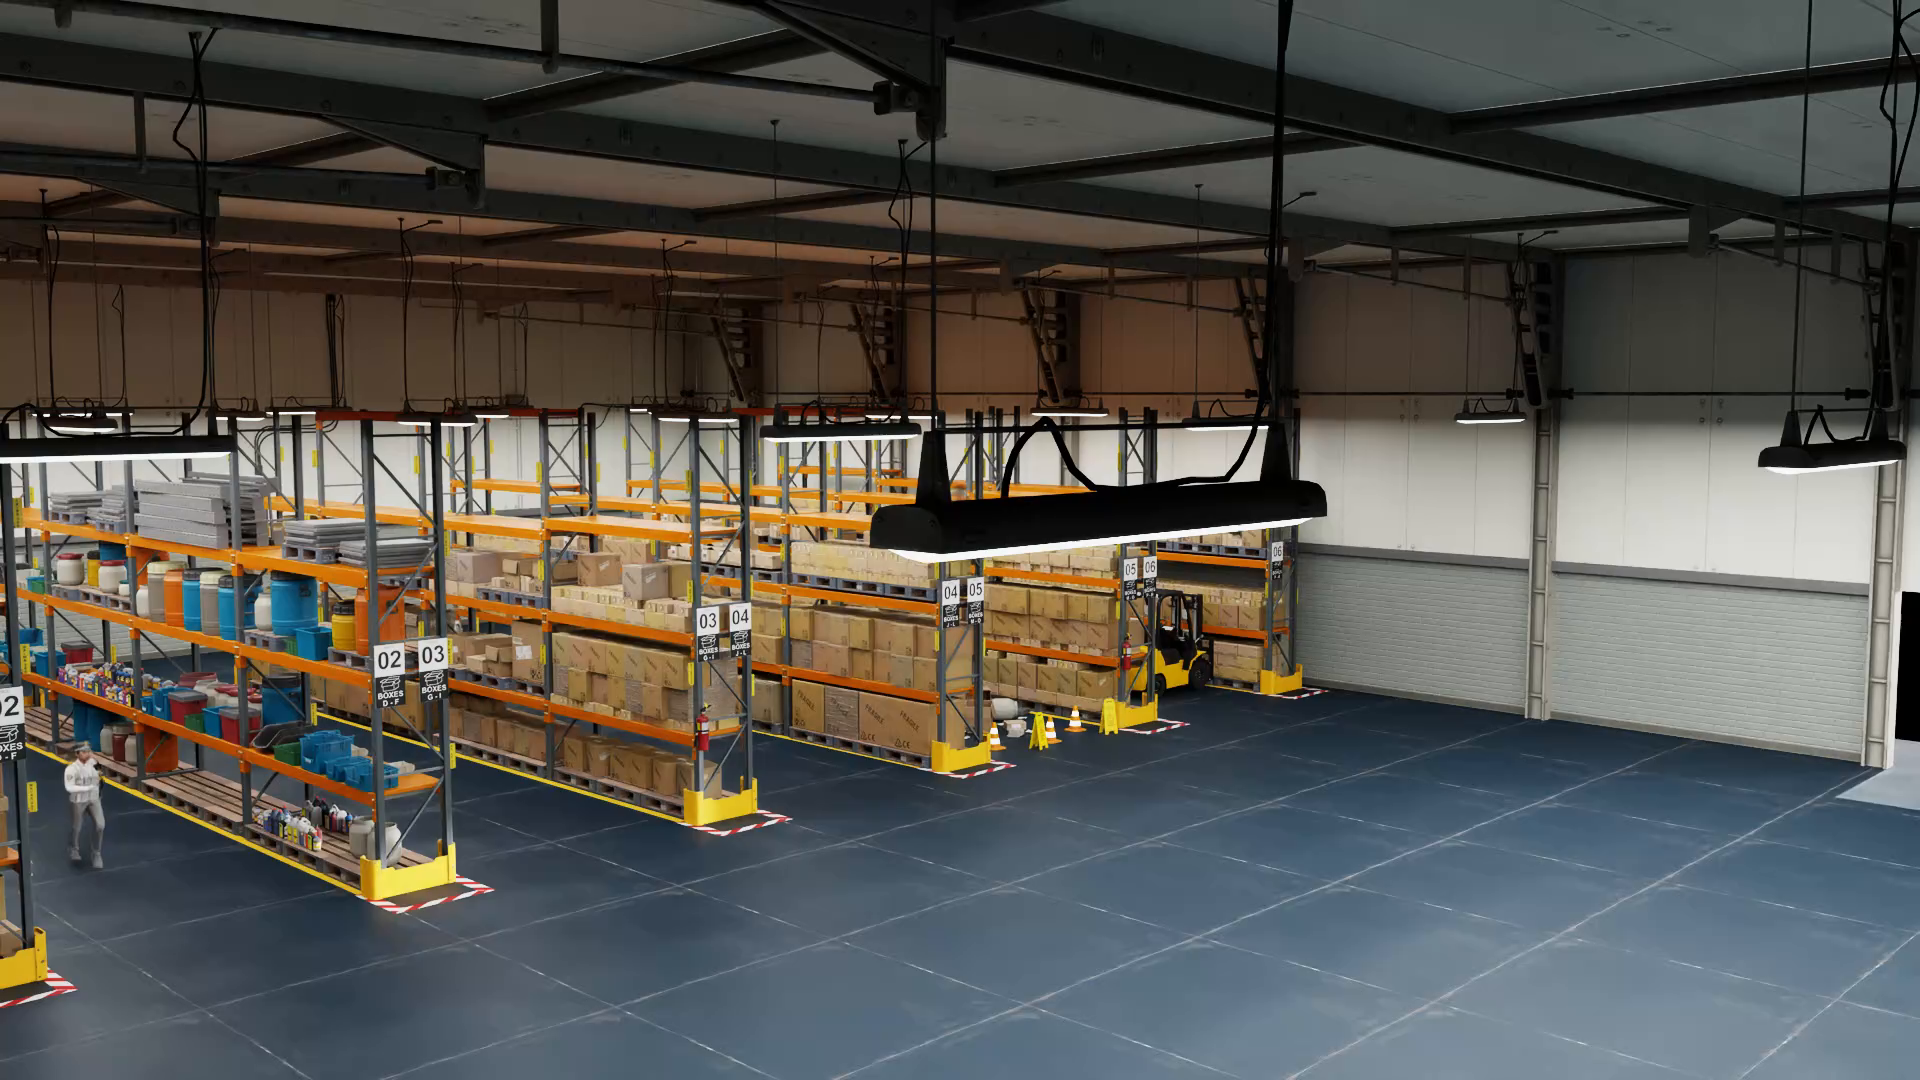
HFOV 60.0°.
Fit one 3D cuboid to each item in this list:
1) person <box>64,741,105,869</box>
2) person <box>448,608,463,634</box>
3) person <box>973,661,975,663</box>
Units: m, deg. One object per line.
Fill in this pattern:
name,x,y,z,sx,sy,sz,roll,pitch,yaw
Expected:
person,-11.690,3.527,22.201,0.812,1.738,0.547,4,7,39
person,-11.034,2.319,36.007,0.678,1.712,0.757,-3,6,-32
person,0.686,2.090,38.792,0.953,1.632,0.574,3,6,29
